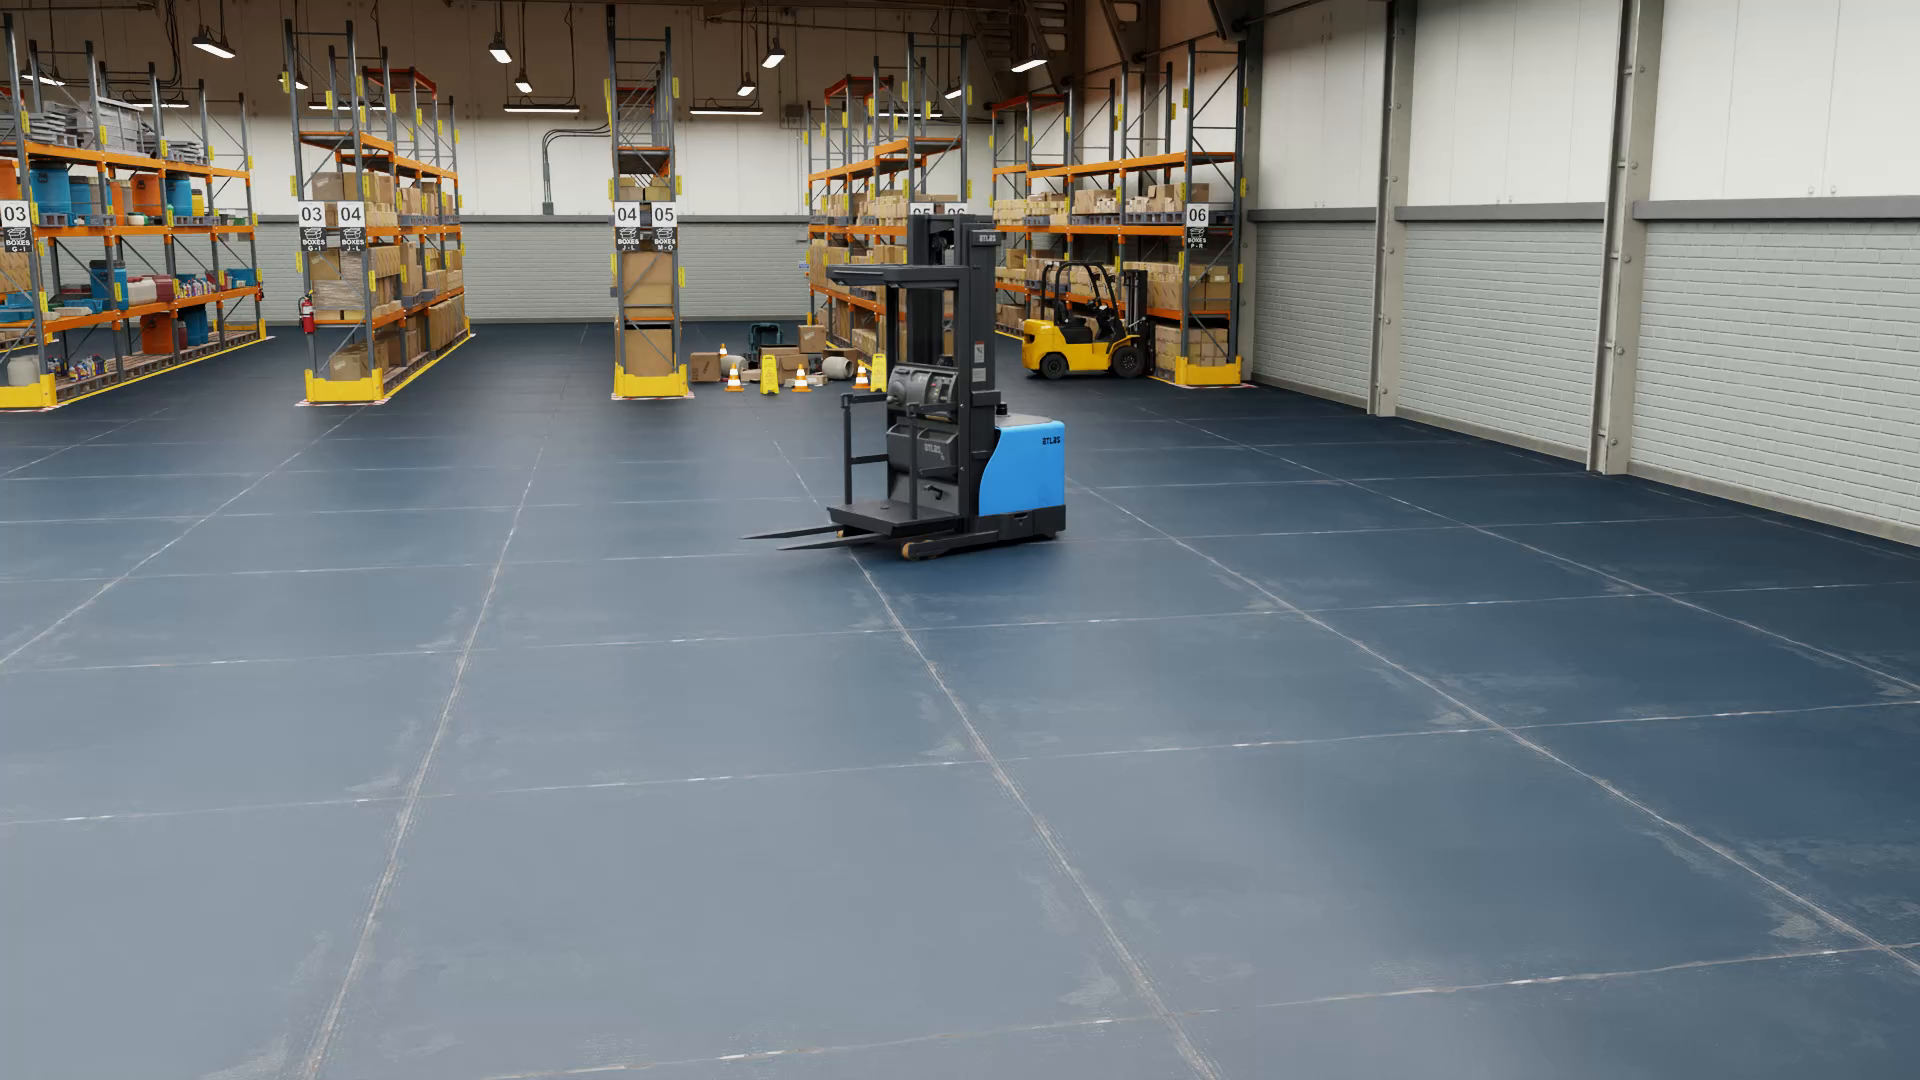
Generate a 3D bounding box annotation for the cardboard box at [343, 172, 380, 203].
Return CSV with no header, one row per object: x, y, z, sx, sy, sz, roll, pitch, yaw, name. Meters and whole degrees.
-10.126,-5.966,28.153,0.500,0.500,0.500,-2,11,-11,cardboard box

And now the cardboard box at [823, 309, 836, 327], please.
-3.080,-5.728,43.049,0.875,0.438,0.875,-2,11,-9,cardboard box

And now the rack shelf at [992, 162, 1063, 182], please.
1.764,-9.471,42.877,1.077,0.370,4.000,-2,11,-11,rack shelf

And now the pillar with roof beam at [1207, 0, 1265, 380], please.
1.013,-7.263,29.340,9.100,9.000,0.548,-2,11,-11,pillar with roof beam

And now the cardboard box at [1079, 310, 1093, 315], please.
2.983,-5.275,38.771,0.380,0.149,0.250,-2,11,-10,cardboard box

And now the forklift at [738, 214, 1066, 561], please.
-0.496,-1.367,14.594,3.031,2.935,1.130,-8,14,-37,forklift

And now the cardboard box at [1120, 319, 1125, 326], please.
3.495,-4.292,33.333,0.500,0.250,0.500,-2,11,-12,cardboard box

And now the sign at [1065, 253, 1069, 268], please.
2.401,-6.287,37.376,0.100,0.325,0.005,-2,11,-11,sign

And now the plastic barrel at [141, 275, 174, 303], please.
-16.129,-5.050,33.395,0.600,0.536,0.708,-2,11,-11,plastic barrel

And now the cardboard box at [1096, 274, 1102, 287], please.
3.162,-5.486,35.114,0.500,0.250,0.500,-2,11,-10,cardboard box

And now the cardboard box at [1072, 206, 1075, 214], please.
2.701,-7.318,36.888,0.380,0.166,0.250,-2,11,-11,cardboard box

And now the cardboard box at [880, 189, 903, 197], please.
-1.397,-6.817,32.965,0.500,0.250,0.500,-2,11,-10,cardboard box

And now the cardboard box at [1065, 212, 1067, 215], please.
2.595,-7.479,37.835,0.380,0.149,0.250,-2,11,-12,cardboard box

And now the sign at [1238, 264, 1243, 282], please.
5.032,-4.795,29.892,0.100,0.325,0.005,-2,11,-11,sign

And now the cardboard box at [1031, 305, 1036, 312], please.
1.962,-5.734,41.181,0.380,0.149,0.250,-2,11,-8,cardboard box

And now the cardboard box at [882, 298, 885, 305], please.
-1.313,-4.627,32.208,0.380,0.149,0.250,-2,11,-9,cardboard box

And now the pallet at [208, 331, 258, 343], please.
-17.950,-5.002,40.965,1.003,0.211,1.213,-2,11,-11,pallet

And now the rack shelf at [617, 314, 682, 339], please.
-5.606,-3.945,29.880,1.077,0.370,4.000,-2,11,-11,rack shelf

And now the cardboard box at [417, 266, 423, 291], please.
-11.307,-5.296,33.664,0.700,0.500,0.500,0,11,-3,cardboard box

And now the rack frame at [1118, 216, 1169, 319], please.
3.709,-5.045,33.735,1.000,3.000,0.127,-2,11,-11,rack frame

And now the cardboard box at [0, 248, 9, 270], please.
-22.170,-6.437,38.107,0.500,0.500,0.500,-2,11,-13,cardboard box

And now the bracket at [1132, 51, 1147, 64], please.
3.801,-10.199,35.140,0.235,0.232,0.430,-2,11,-11,bracket

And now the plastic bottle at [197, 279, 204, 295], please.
-16.759,-5.576,36.655,0.144,0.351,0.185,-2,11,-11,plastic bottle

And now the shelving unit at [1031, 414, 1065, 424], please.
0.788,-0.661,15.862,0.215,1.050,0.252,0,9,-40,shelving unit

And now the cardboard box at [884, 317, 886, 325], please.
-1.242,-4.169,31.623,0.380,0.149,0.250,-2,11,-9,cardboard box

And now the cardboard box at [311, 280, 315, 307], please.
-10.397,-4.154,27.992,0.875,0.500,0.500,-2,11,-11,cardboard box

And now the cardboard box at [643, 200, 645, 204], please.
-5.549,-6.293,30.484,0.500,0.250,0.500,-2,11,-11,cardboard box

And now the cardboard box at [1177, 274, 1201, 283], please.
4.145,-4.733,30.091,0.380,0.149,0.250,-2,11,-10,cardboard box

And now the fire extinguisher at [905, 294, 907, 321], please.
-0.811,-4.055,28.737,0.296,0.674,0.183,-2,11,-11,fire extinguisher

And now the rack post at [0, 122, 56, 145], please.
-14.983,-6.435,26.327,0.937,0.300,0.954,-1,11,-5,rack post

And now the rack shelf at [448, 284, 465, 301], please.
-12.825,-5.984,40.593,1.077,0.370,4.000,-2,11,-11,rack shelf

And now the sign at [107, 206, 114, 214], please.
-15.197,-5.819,29.756,0.100,0.325,0.005,-2,11,-11,sign

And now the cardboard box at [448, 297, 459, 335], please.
-12.661,-5.422,40.276,0.875,0.875,0.875,-2,11,-11,cardboard box

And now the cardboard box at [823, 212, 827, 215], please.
-3.153,-8.100,40.729,0.396,0.266,0.258,-2,11,-9,cardboard box

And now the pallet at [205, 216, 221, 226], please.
-17.046,-7.031,36.652,1.213,0.211,1.003,-2,11,-11,pallet

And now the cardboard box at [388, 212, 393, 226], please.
-10.444,-5.733,29.728,0.500,0.250,0.500,-2,11,-10,cardboard box

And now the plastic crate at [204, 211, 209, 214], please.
-18.045,-7.677,39.707,0.504,0.338,0.767,-2,11,-11,plastic crate

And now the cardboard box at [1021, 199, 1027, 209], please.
1.819,-8.388,41.543,0.500,0.250,0.500,-2,11,-11,cardboard box

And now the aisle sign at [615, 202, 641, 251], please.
-5.498,-5.185,27.517,0.394,0.787,0.004,-2,11,-11,aisle sign

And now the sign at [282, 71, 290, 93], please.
-10.650,-7.237,26.285,0.100,0.325,0.005,-2,11,-11,sign

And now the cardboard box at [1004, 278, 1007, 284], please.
1.372,-6.814,43.701,0.380,0.149,0.250,-2,11,-13,cardboard box

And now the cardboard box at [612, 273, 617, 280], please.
-7.316,-5.702,35.940,0.380,0.149,0.250,-2,11,-10,cardboard box

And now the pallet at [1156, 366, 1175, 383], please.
4.297,-3.081,30.870,1.003,0.211,1.213,-2,11,-11,pallet

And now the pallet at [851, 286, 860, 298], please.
-1.694,-5.377,35.989,1.213,0.211,1.003,-2,11,-11,pallet

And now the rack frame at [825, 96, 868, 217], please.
-2.715,-9.278,39.931,1.000,3.000,0.127,-2,11,-11,rack frame

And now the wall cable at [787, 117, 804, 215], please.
-4.876,-11.045,49.213,0.463,3.000,0.029,-2,11,-11,wall cable

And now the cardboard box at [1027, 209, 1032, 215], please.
1.837,-8.000,40.518,0.380,0.149,0.250,-2,11,-10,cardboard box

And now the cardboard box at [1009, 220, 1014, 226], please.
1.465,-8.199,42.955,0.380,0.149,0.250,-2,11,-10,cardboard box

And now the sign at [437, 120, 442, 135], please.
-11.906,-9.438,38.058,0.100,0.325,0.005,-2,11,-11,sign

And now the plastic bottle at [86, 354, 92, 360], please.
-15.472,-3.125,29.557,0.144,0.351,0.185,-2,11,-11,plastic bottle

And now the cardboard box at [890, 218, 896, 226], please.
-1.067,-5.816,30.433,0.380,0.149,0.250,-2,11,-12,cardboard box

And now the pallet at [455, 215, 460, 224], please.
-13.059,-7.999,41.468,1.003,0.211,1.213,-2,11,-11,pallet

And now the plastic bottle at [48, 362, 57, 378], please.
-15.729,-2.936,28.760,0.152,0.276,0.135,-2,11,-11,plastic bottle
